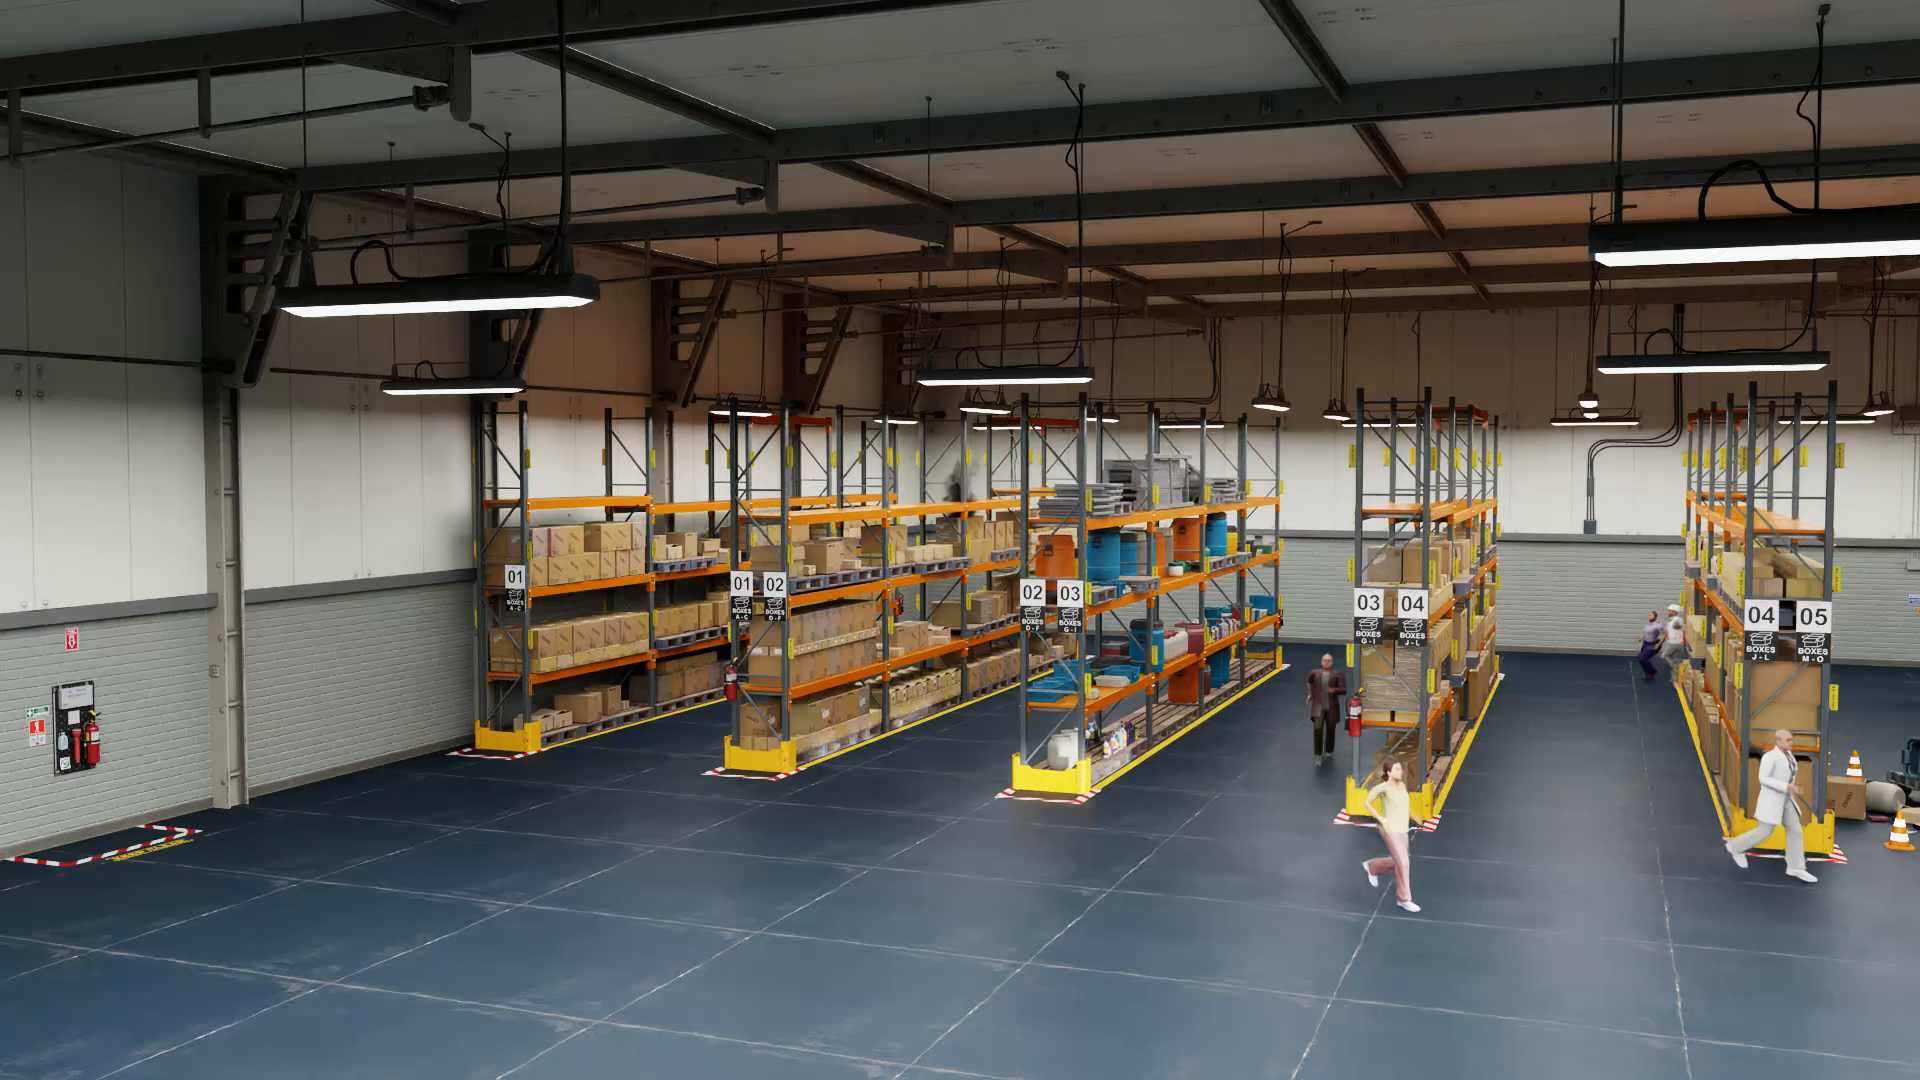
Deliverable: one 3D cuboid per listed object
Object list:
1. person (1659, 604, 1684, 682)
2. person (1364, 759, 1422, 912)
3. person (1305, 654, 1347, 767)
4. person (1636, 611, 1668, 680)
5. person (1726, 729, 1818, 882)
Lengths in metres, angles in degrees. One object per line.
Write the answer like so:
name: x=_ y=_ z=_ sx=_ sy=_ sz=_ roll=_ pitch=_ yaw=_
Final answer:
person: x=16.029 y=2.312 z=37.352 sx=0.737 sy=1.744 sz=0.691 roll=0 pitch=3 yaw=9
person: x=4.833 y=3.278 z=18.687 sx=0.579 sy=1.660 sz=0.818 roll=-2 pitch=3 yaw=-36
person: x=5.999 y=2.790 z=27.298 sx=0.660 sy=1.843 sz=0.822 roll=1 pitch=3 yaw=13
person: x=15.508 y=2.394 z=37.385 sx=0.542 sy=1.595 sz=0.665 roll=-1 pitch=3 yaw=-11
person: x=9.752 y=3.137 z=19.929 sx=0.704 sy=1.765 sz=1.071 roll=-2 pitch=3 yaw=-32
